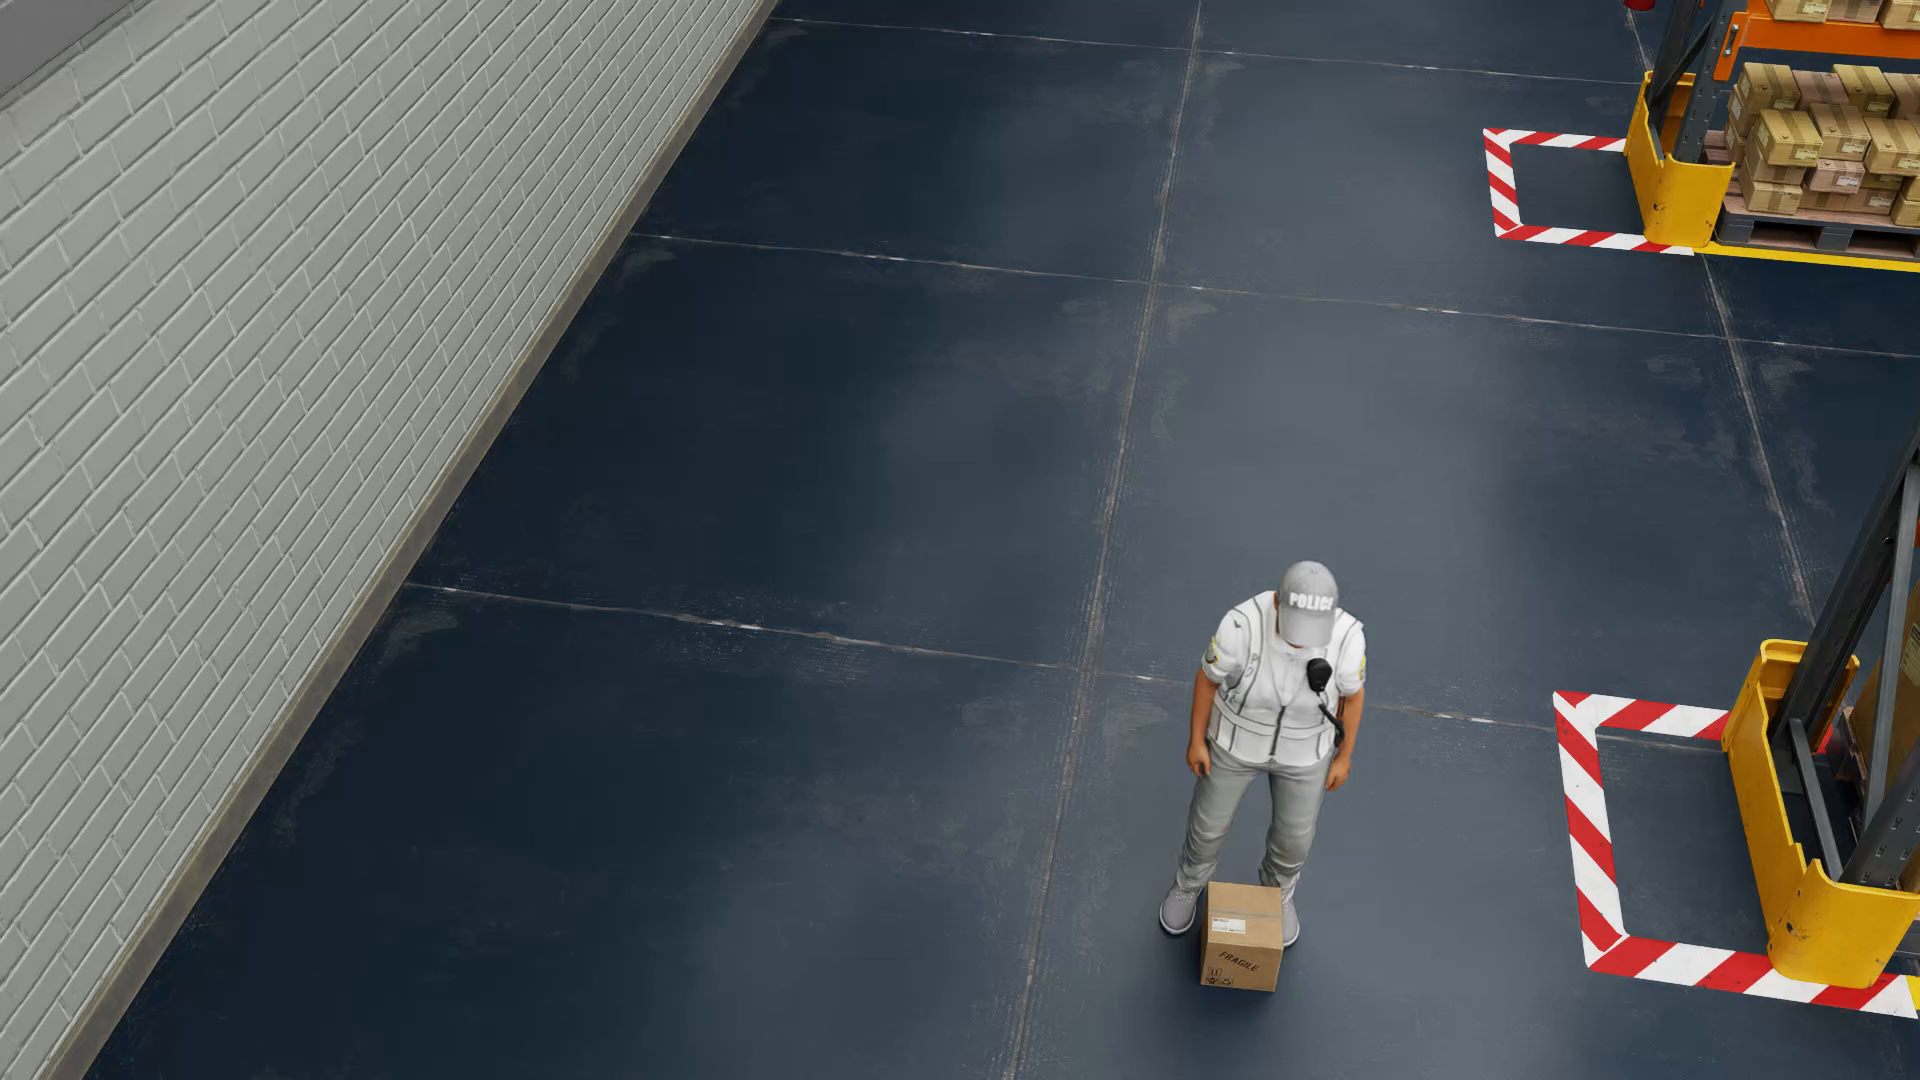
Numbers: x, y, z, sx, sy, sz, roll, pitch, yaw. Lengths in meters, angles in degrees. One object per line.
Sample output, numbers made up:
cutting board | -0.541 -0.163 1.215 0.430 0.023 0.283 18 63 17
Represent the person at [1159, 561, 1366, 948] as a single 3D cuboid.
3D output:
person | 0.990 0.677 5.368 0.553 1.666 0.472 6 41 7
